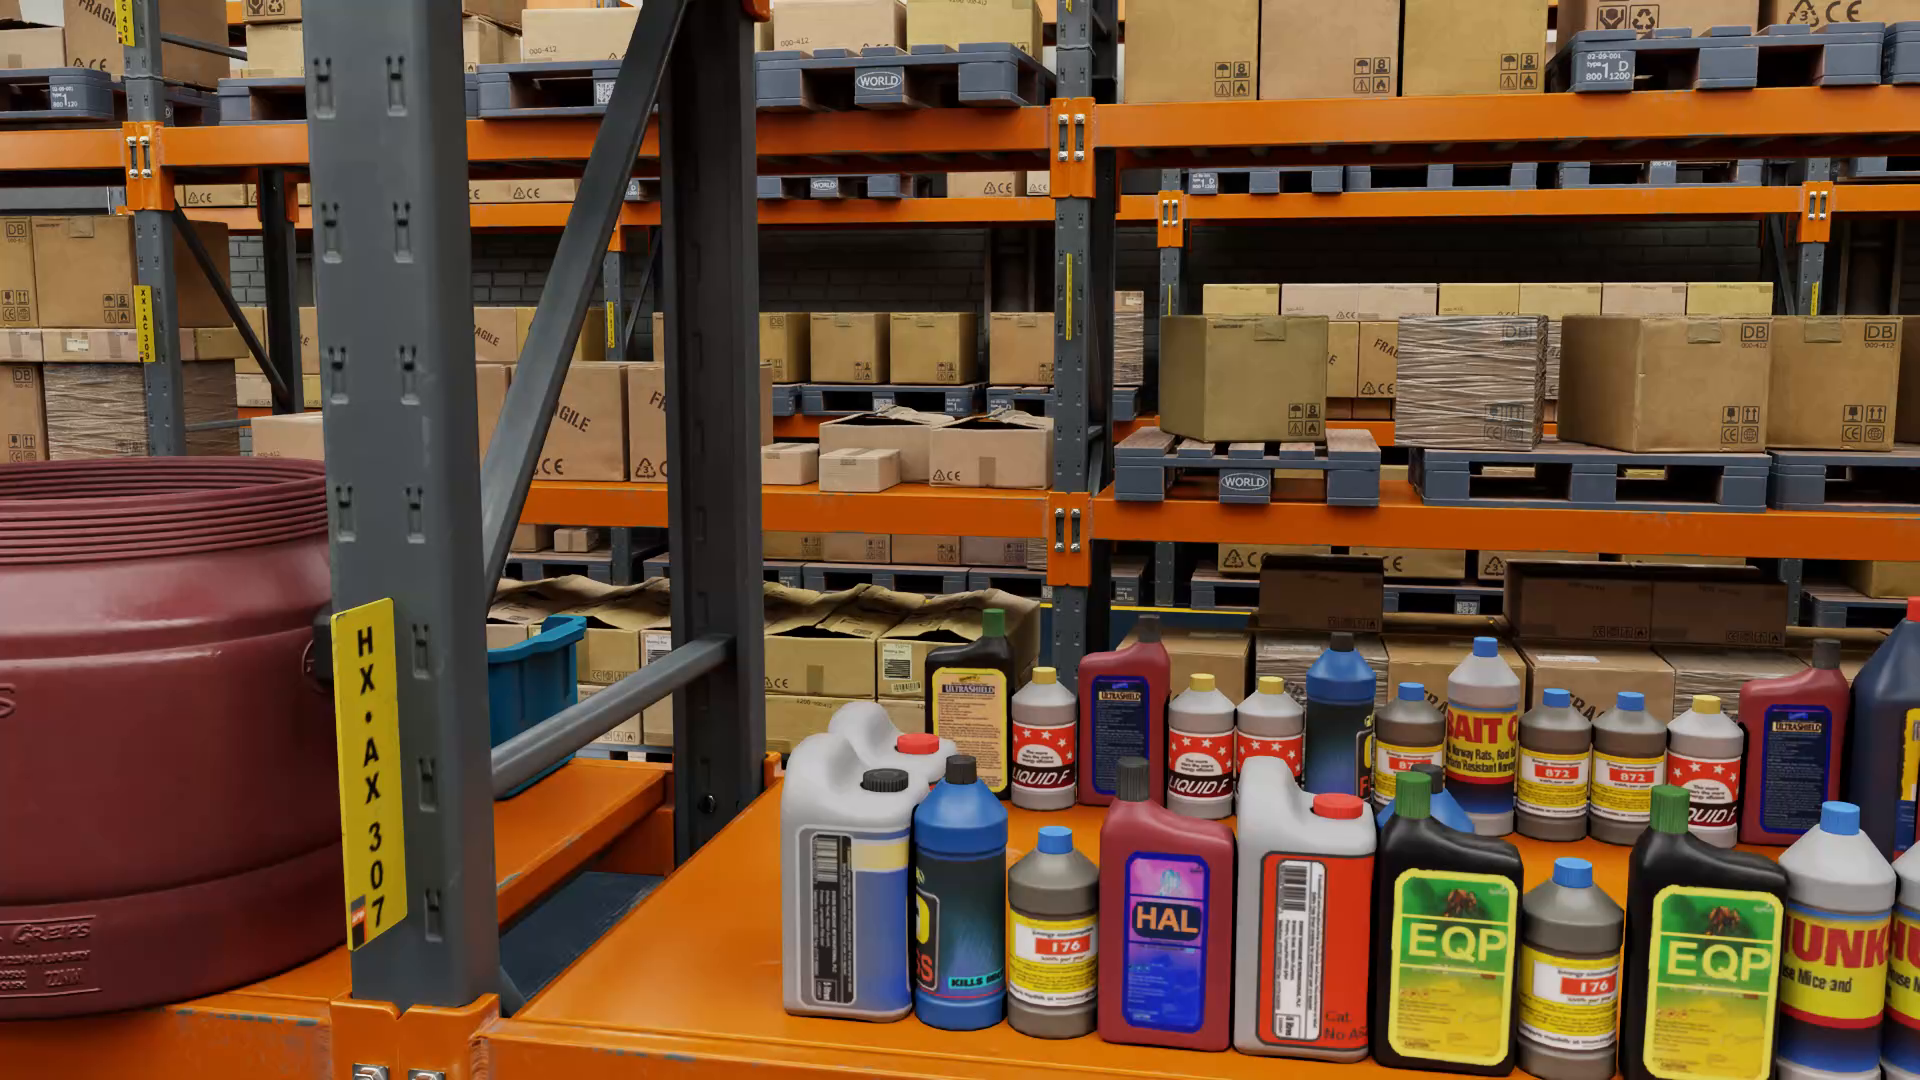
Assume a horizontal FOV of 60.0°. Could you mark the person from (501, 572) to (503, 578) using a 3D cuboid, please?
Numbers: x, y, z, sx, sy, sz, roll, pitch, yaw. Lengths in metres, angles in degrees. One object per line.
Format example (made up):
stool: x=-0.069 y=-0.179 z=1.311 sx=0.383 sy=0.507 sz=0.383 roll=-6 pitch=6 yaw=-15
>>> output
person: x=-3.328 y=-0.405 z=11.179 sx=0.606 sy=1.777 sz=0.578 roll=-8 pitch=11 yaw=-44
